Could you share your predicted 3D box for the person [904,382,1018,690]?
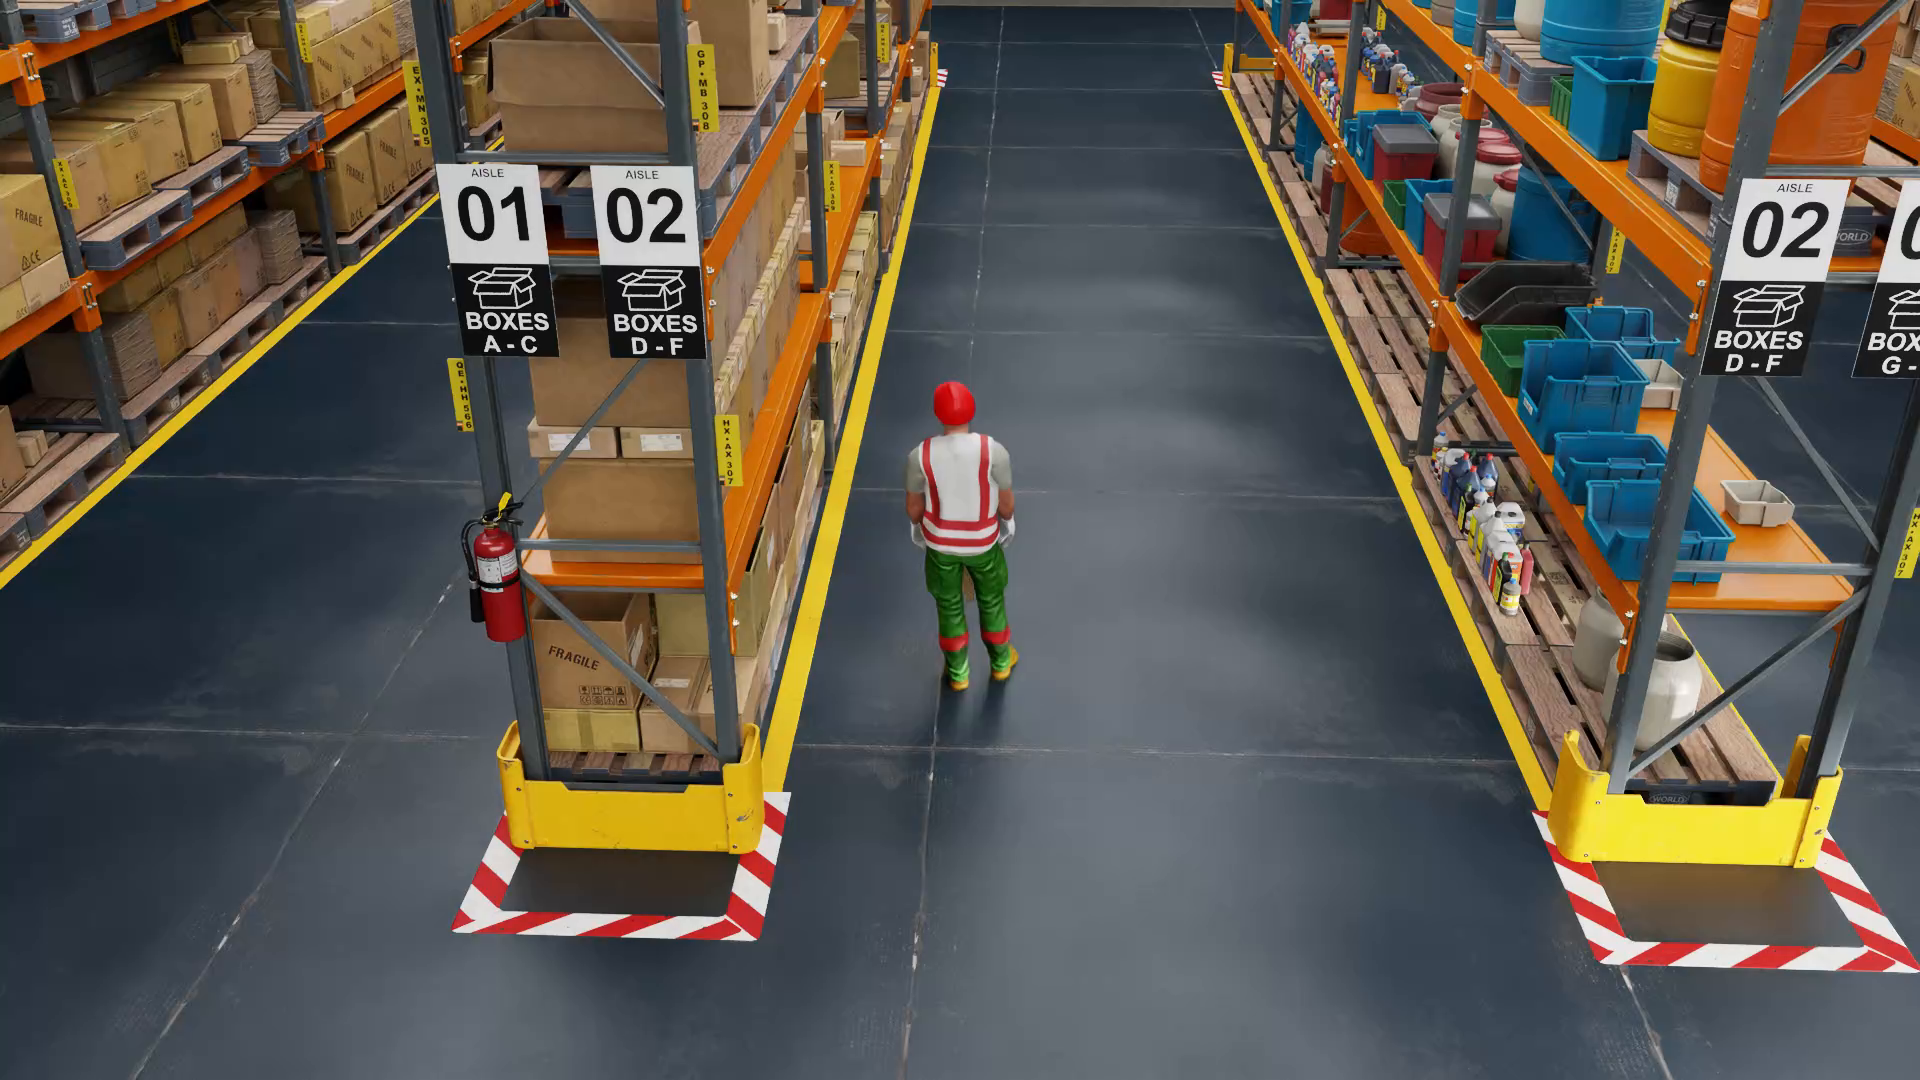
[{"bbox_3d":[0.020,-0.041,8.656,0.597,1.789,0.562,1,28,2],"label":"person"}]
